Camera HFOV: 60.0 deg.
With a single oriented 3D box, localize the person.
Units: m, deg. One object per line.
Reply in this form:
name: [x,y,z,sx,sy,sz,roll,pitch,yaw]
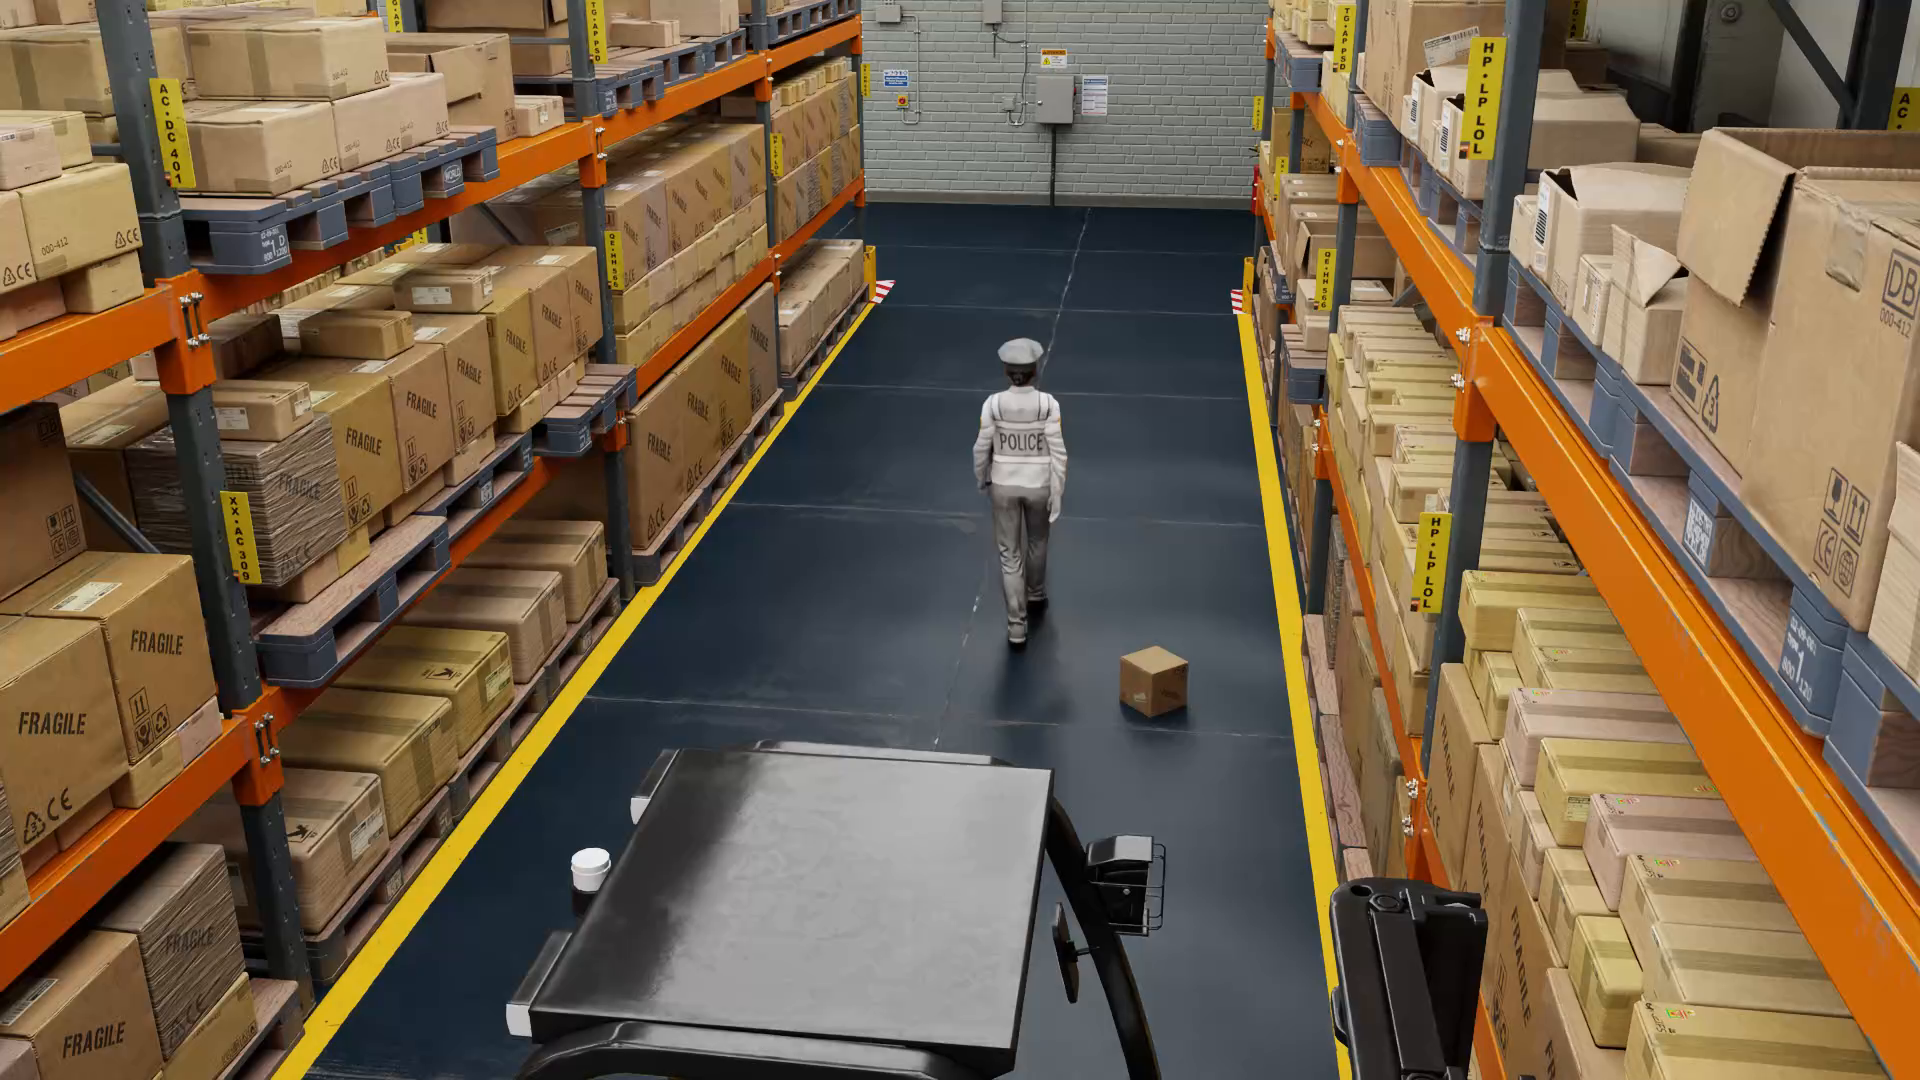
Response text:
person: [0.327,-0.302,9.336,0.512,1.675,0.851,-1,21,-1]
